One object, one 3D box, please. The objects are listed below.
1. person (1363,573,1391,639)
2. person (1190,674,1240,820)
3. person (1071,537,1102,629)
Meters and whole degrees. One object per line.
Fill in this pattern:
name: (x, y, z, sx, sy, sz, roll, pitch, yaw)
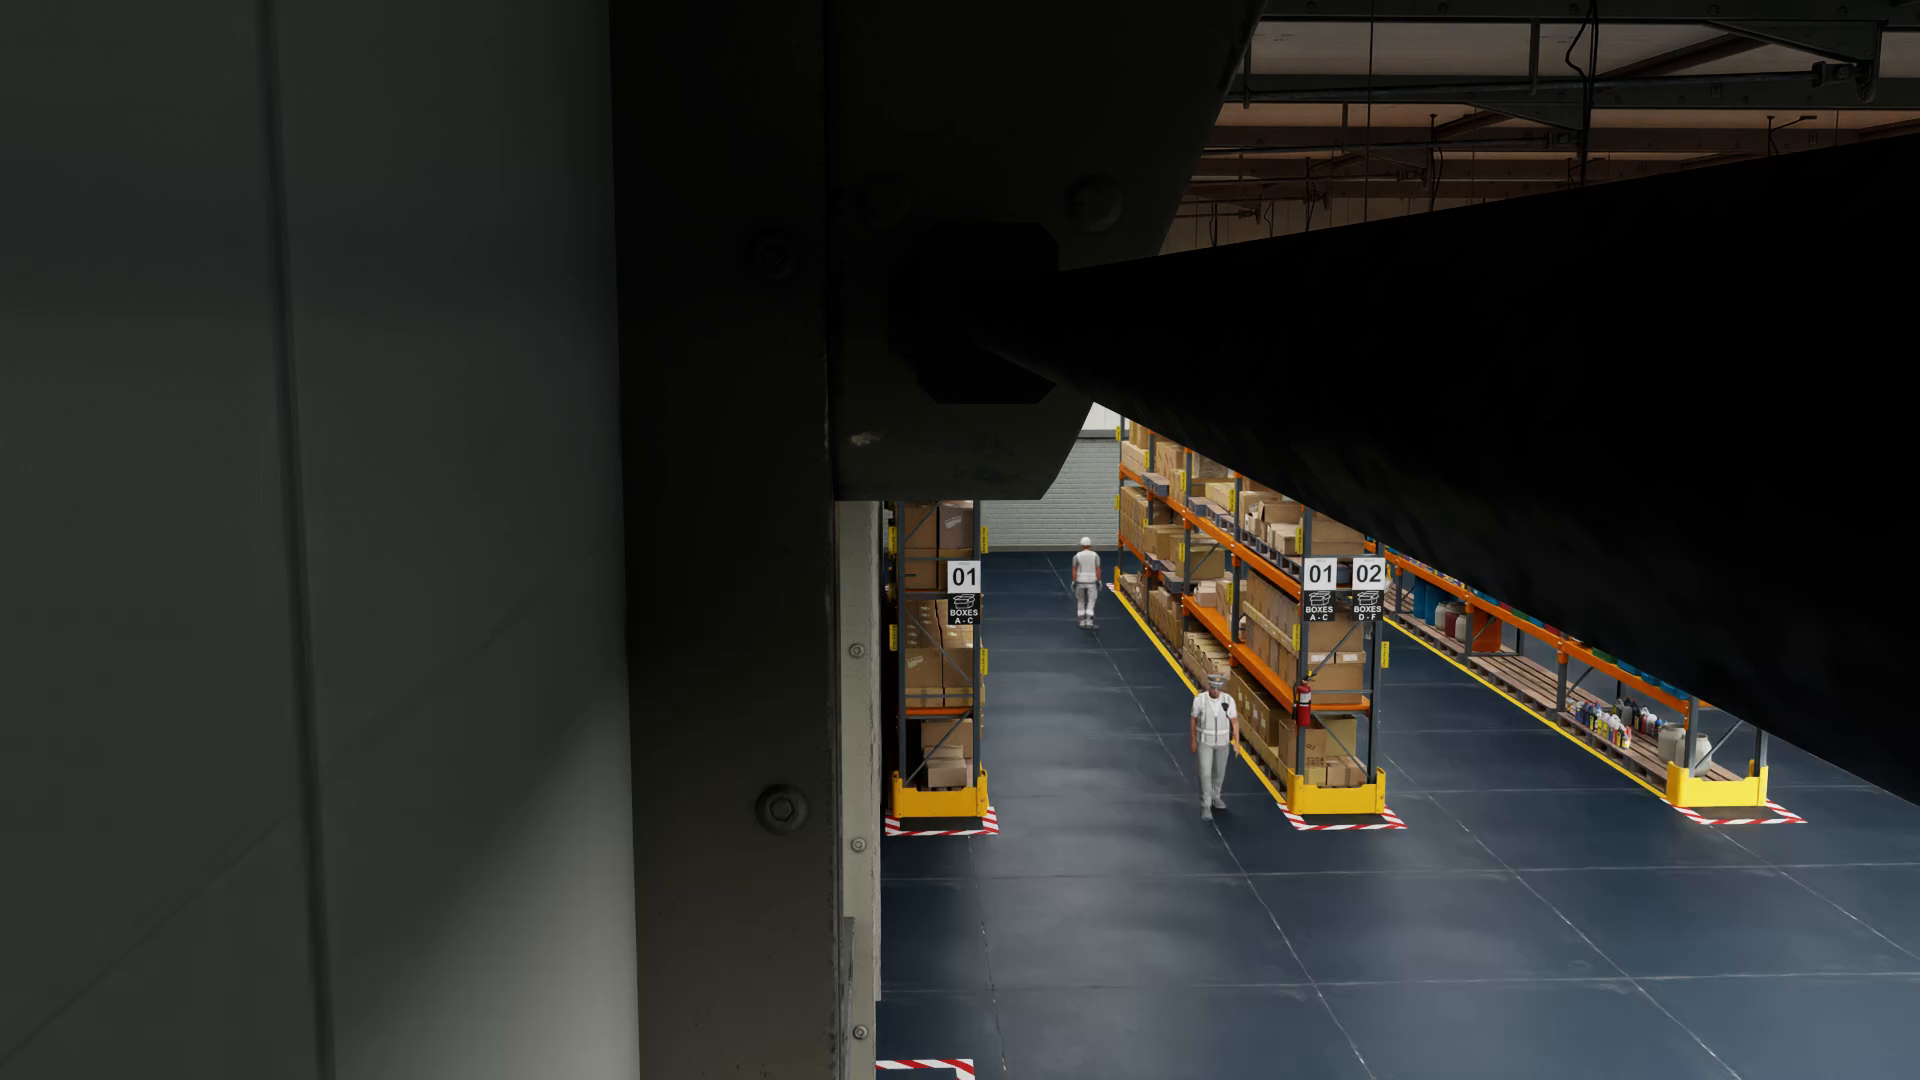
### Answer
person: (7.693, 1.088, 31.017, 0.662, 1.601, 0.671, 1, 8, 7)
person: (3.157, 2.531, 20.597, 0.583, 1.779, 0.665, 0, 8, -2)
person: (2.445, 0.837, 32.108, 0.590, 1.788, 0.538, 1, 8, 6)
